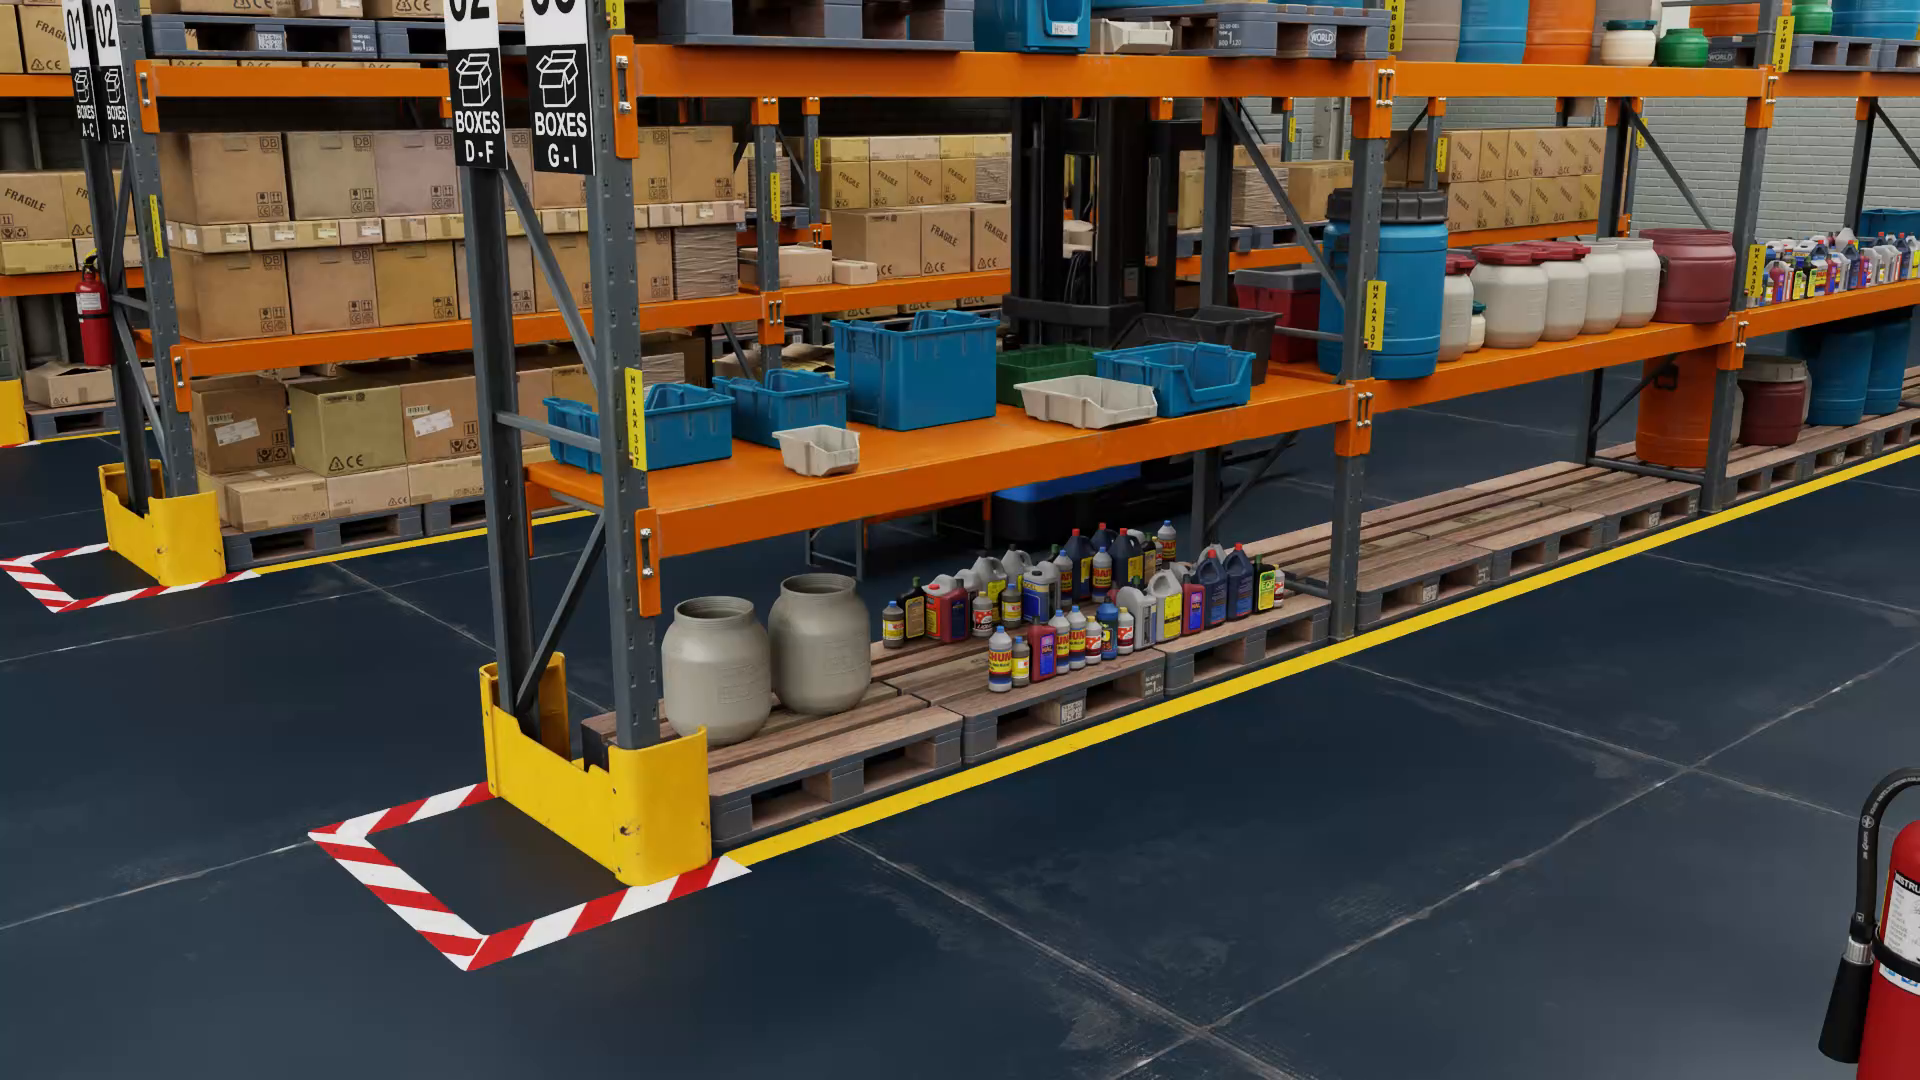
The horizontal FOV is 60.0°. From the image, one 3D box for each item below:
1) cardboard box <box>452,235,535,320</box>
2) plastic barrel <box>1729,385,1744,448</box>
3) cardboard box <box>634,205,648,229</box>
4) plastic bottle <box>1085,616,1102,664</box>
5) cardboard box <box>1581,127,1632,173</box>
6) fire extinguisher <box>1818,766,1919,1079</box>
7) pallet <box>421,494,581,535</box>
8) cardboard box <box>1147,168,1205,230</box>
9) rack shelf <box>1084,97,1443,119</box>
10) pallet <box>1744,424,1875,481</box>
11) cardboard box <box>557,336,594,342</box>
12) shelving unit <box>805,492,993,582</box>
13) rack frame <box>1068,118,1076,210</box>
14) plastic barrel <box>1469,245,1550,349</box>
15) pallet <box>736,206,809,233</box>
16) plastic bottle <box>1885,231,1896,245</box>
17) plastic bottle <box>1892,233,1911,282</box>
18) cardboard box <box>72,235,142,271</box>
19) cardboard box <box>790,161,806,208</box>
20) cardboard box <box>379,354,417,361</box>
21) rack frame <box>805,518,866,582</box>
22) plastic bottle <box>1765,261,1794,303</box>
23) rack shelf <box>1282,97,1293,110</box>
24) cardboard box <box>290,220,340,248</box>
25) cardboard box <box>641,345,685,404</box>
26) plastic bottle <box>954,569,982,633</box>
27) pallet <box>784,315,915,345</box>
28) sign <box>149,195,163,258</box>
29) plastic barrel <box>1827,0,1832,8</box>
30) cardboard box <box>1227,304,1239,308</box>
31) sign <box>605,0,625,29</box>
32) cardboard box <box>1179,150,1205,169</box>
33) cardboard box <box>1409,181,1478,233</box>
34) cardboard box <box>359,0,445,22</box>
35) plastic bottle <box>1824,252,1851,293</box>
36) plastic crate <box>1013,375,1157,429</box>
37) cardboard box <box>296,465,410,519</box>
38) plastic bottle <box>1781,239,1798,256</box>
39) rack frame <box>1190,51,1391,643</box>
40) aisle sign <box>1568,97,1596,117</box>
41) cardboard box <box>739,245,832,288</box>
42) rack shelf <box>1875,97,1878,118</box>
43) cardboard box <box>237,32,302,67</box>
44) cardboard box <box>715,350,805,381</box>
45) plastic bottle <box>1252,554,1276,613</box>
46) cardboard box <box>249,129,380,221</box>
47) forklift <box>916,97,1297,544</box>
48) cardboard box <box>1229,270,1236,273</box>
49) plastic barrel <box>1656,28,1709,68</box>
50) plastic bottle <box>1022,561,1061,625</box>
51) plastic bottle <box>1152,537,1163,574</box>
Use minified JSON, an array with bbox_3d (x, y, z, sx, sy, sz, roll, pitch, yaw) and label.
[{"bbox_3d":[-3.124,-1.716,10.667,0.500,0.500,0.700,-12,19,-38],"label":"cardboard box"},{"bbox_3d":[5.358,-0.919,11.884,0.421,0.512,0.421,0,15,0],"label":"plastic barrel"},{"bbox_3d":[-2.279,-2.149,11.031,0.250,0.149,0.380,-13,20,-39],"label":"cardboard box"},{"bbox_3d":[0.579,0.438,7.368,0.097,0.201,0.097,0,15,0],"label":"plastic bottle"},{"bbox_3d":[7.264,-4.441,18.932,0.500,0.500,0.500,-13,20,-40],"label":"cardboard box"},{"bbox_3d":[1.460,0.568,2.461,0.183,0.674,0.296,-13,19,-39],"label":"fire extinguisher"},{"bbox_3d":[-3.182,-0.324,11.055,1.213,0.211,1.003,-13,19,-39],"label":"pallet"},{"bbox_3d":[1.785,-3.063,14.898,0.700,0.500,0.500,8,17,28],"label":"cardboard box"},{"bbox_3d":[2.893,-4.124,15.457,4.000,0.370,1.077,-13,19,-39],"label":"rack shelf"},{"bbox_3d":[6.120,-0.718,12.531,1.213,0.211,1.003,-13,19,-39],"label":"pallet"},{"bbox_3d":[-3.987,-2.200,16.664,0.500,0.500,0.700,-13,20,-40],"label":"cardboard box"},{"bbox_3d":[-0.352,-0.448,9.746,1.048,1.125,0.538,-14,20,-42],"label":"shelving unit"},{"bbox_3d":[1.147,-4.325,20.628,0.127,3.000,1.000,-13,19,-39],"label":"rack frame"},{"bbox_3d":[3.034,-1.350,9.229,0.433,0.535,0.433,0,15,0],"label":"plastic barrel"},{"bbox_3d":[-2.338,-3.413,17.586,1.003,0.211,1.213,-13,19,-39],"label":"pallet"},{"bbox_3d":[7.077,-2.181,12.698,0.185,0.351,0.144,-13,19,-39],"label":"plastic bottle"},{"bbox_3d":[7.032,-2.121,12.475,0.185,0.351,0.144,-13,19,-39],"label":"plastic bottle"},{"bbox_3d":[-6.947,-2.341,13.452,0.500,0.250,0.500,-13,20,-41],"label":"cardboard box"},{"bbox_3d":[-1.687,-3.980,18.529,0.500,0.500,0.500,-12,19,-39],"label":"cardboard box"},{"bbox_3d":[-5.272,-1.717,15.502,0.380,0.166,0.250,13,20,40],"label":"cardboard box"},{"bbox_3d":[-0.717,-0.356,9.405,0.032,1.125,0.500,-14,20,-42],"label":"rack frame"},{"bbox_3d":[5.521,-1.747,11.219,0.135,0.276,0.152,-13,19,-39],"label":"plastic bottle"},{"bbox_3d":[2.656,-5.765,21.602,4.000,0.370,1.077,-13,19,-39],"label":"rack shelf"},{"bbox_3d":[-3.827,-1.802,9.732,0.250,0.149,0.380,-13,19,-39],"label":"cardboard box"},{"bbox_3d":[-2.225,-1.039,11.388,0.500,0.500,0.500,-13,19,-39],"label":"cardboard box"},{"bbox_3d":[0.008,0.283,7.804,0.135,0.276,0.152,-13,20,-41],"label":"plastic bottle"},{"bbox_3d":[-1.226,-2.419,18.896,1.213,0.211,1.003,-13,19,-39],"label":"pallet"},{"bbox_3d":[-4.291,-1.676,8.879,0.005,0.325,0.100,-13,19,-39],"label":"sign"},{"bbox_3d":[5.871,-3.766,11.646,0.433,0.535,0.433,0,15,0],"label":"plastic barrel"},{"bbox_3d":[2.326,-1.980,15.841,0.500,0.500,0.500,-14,20,-41],"label":"cardboard box"},{"bbox_3d":[-1.044,-1.709,5.005,0.005,0.325,0.100,-13,19,-39],"label":"sign"},{"bbox_3d":[2.664,-4.806,21.849,0.700,0.700,0.980,-14,20,-42],"label":"cardboard box"},{"bbox_3d":[4.965,-3.443,17.132,0.500,0.500,0.500,-12,19,-38],"label":"cardboard box"},{"bbox_3d":[-3.219,-3.324,9.791,0.500,0.500,0.500,-13,19,-39],"label":"cardboard box"},{"bbox_3d":[6.218,-1.904,11.805,0.135,0.276,0.152,-13,19,-39],"label":"plastic bottle"},{"bbox_3d":[0.557,-0.589,7.154,0.437,0.136,0.530,-13,19,-39],"label":"plastic crate"},{"bbox_3d":[-3.726,-0.336,10.208,0.500,0.250,0.500,-13,19,-39],"label":"cardboard box"},{"bbox_3d":[6.353,-2.175,12.821,0.135,0.276,0.152,-13,19,-39],"label":"plastic bottle"},{"bbox_3d":[1.615,-1.041,8.334,0.127,3.000,1.000,-13,19,-39],"label":"rack frame"},{"bbox_3d":[7.278,-5.363,19.479,0.004,0.787,0.394,-13,19,-39],"label":"aisle sign"},{"bbox_3d":[-1.291,-2.025,12.310,0.500,0.250,0.500,-11,19,-36],"label":"cardboard box"},{"bbox_3d":[9.159,-3.836,14.382,4.000,0.370,1.077,-13,19,-39],"label":"rack shelf"},{"bbox_3d":[-5.890,-4.159,13.961,0.500,0.500,0.500,-14,20,-41],"label":"cardboard box"},{"bbox_3d":[-1.516,-1.276,12.641,0.500,0.311,0.500,-13,19,-39],"label":"cardboard box"},{"bbox_3d":[1.469,0.205,8.082,0.133,0.283,0.061,-11,19,-37],"label":"plastic bottle"},{"bbox_3d":[-3.857,-2.179,9.887,0.500,0.500,0.700,-13,20,-41],"label":"cardboard box"},{"bbox_3d":[1.117,-1.695,10.917,3.031,2.935,1.130,-14,20,-42],"label":"forklift"},{"bbox_3d":[3.325,-3.775,22.599,0.500,0.500,0.700,-13,20,-40],"label":"cardboard box"},{"bbox_3d":[4.480,-3.041,10.310,0.294,0.245,0.294,0,15,0],"label":"plastic barrel"},{"bbox_3d":[0.387,0.247,7.938,0.135,0.276,0.152,-13,19,-39],"label":"plastic bottle"},{"bbox_3d":[1.011,0.084,8.691,0.097,0.201,0.097,0,15,0],"label":"plastic bottle"}]
